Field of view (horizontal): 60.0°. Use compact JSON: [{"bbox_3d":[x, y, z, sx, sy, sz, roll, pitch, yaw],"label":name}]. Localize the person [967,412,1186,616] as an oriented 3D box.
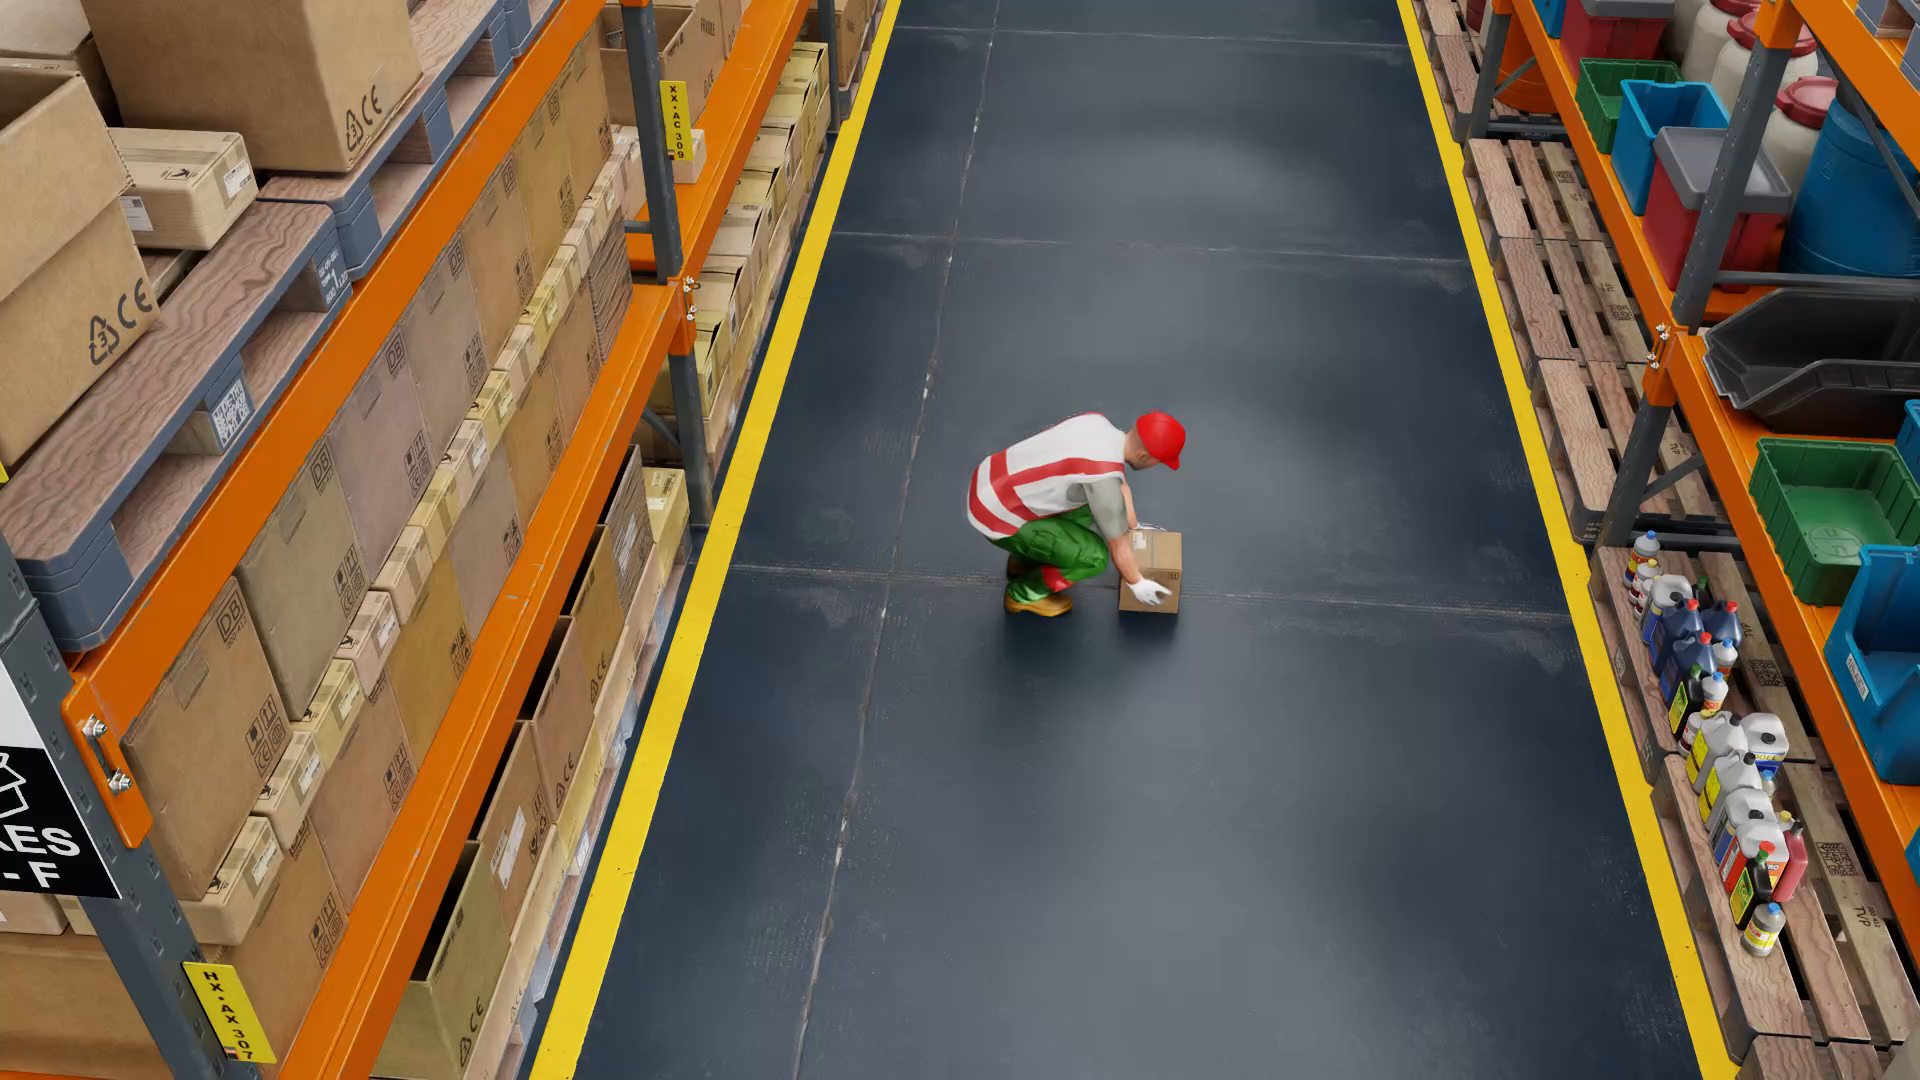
[{"bbox_3d":[0.475,-0.148,7.011,0.887,0.906,0.571,3,40,4],"label":"person"}]
